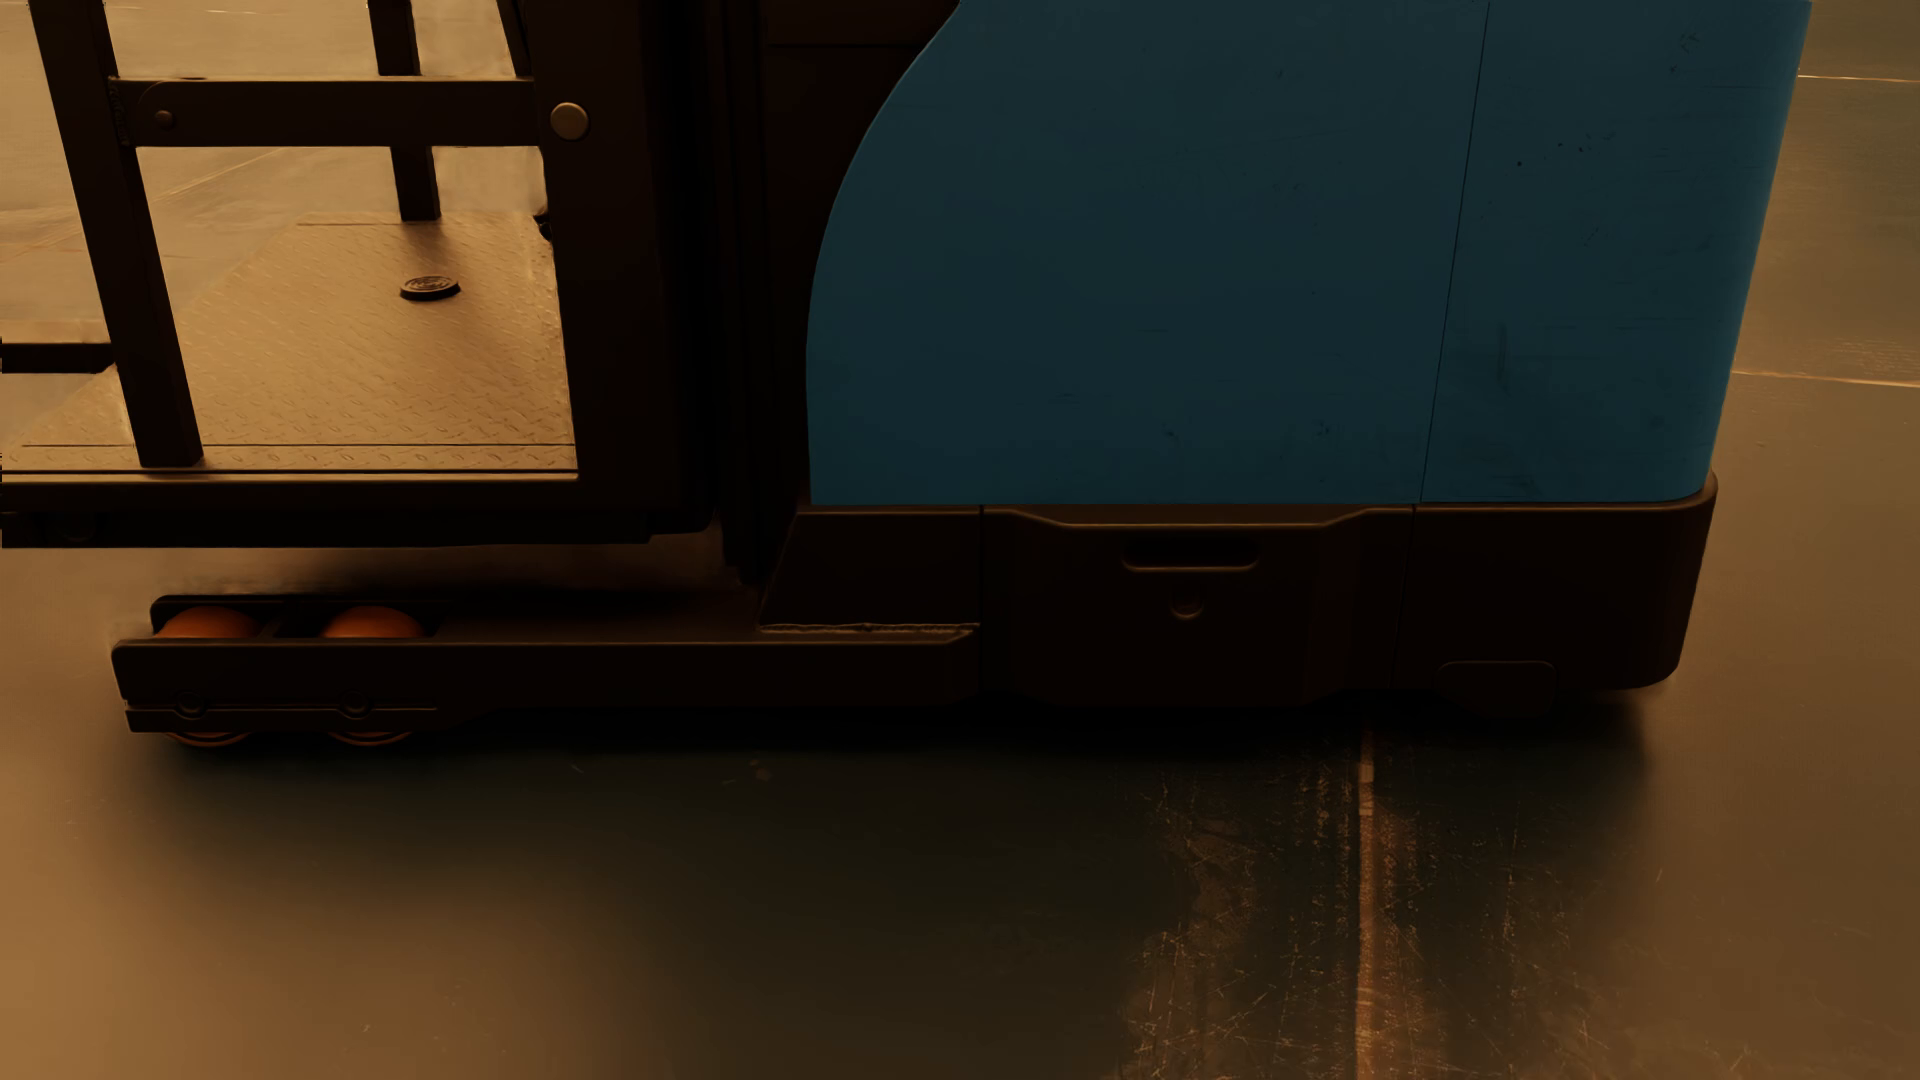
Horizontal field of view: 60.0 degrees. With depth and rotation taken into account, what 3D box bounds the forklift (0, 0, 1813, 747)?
[{"bbox_3d":[-0.625,-1.298,1.820,3.031,2.935,1.130,0,27,0],"label":"forklift"}]
